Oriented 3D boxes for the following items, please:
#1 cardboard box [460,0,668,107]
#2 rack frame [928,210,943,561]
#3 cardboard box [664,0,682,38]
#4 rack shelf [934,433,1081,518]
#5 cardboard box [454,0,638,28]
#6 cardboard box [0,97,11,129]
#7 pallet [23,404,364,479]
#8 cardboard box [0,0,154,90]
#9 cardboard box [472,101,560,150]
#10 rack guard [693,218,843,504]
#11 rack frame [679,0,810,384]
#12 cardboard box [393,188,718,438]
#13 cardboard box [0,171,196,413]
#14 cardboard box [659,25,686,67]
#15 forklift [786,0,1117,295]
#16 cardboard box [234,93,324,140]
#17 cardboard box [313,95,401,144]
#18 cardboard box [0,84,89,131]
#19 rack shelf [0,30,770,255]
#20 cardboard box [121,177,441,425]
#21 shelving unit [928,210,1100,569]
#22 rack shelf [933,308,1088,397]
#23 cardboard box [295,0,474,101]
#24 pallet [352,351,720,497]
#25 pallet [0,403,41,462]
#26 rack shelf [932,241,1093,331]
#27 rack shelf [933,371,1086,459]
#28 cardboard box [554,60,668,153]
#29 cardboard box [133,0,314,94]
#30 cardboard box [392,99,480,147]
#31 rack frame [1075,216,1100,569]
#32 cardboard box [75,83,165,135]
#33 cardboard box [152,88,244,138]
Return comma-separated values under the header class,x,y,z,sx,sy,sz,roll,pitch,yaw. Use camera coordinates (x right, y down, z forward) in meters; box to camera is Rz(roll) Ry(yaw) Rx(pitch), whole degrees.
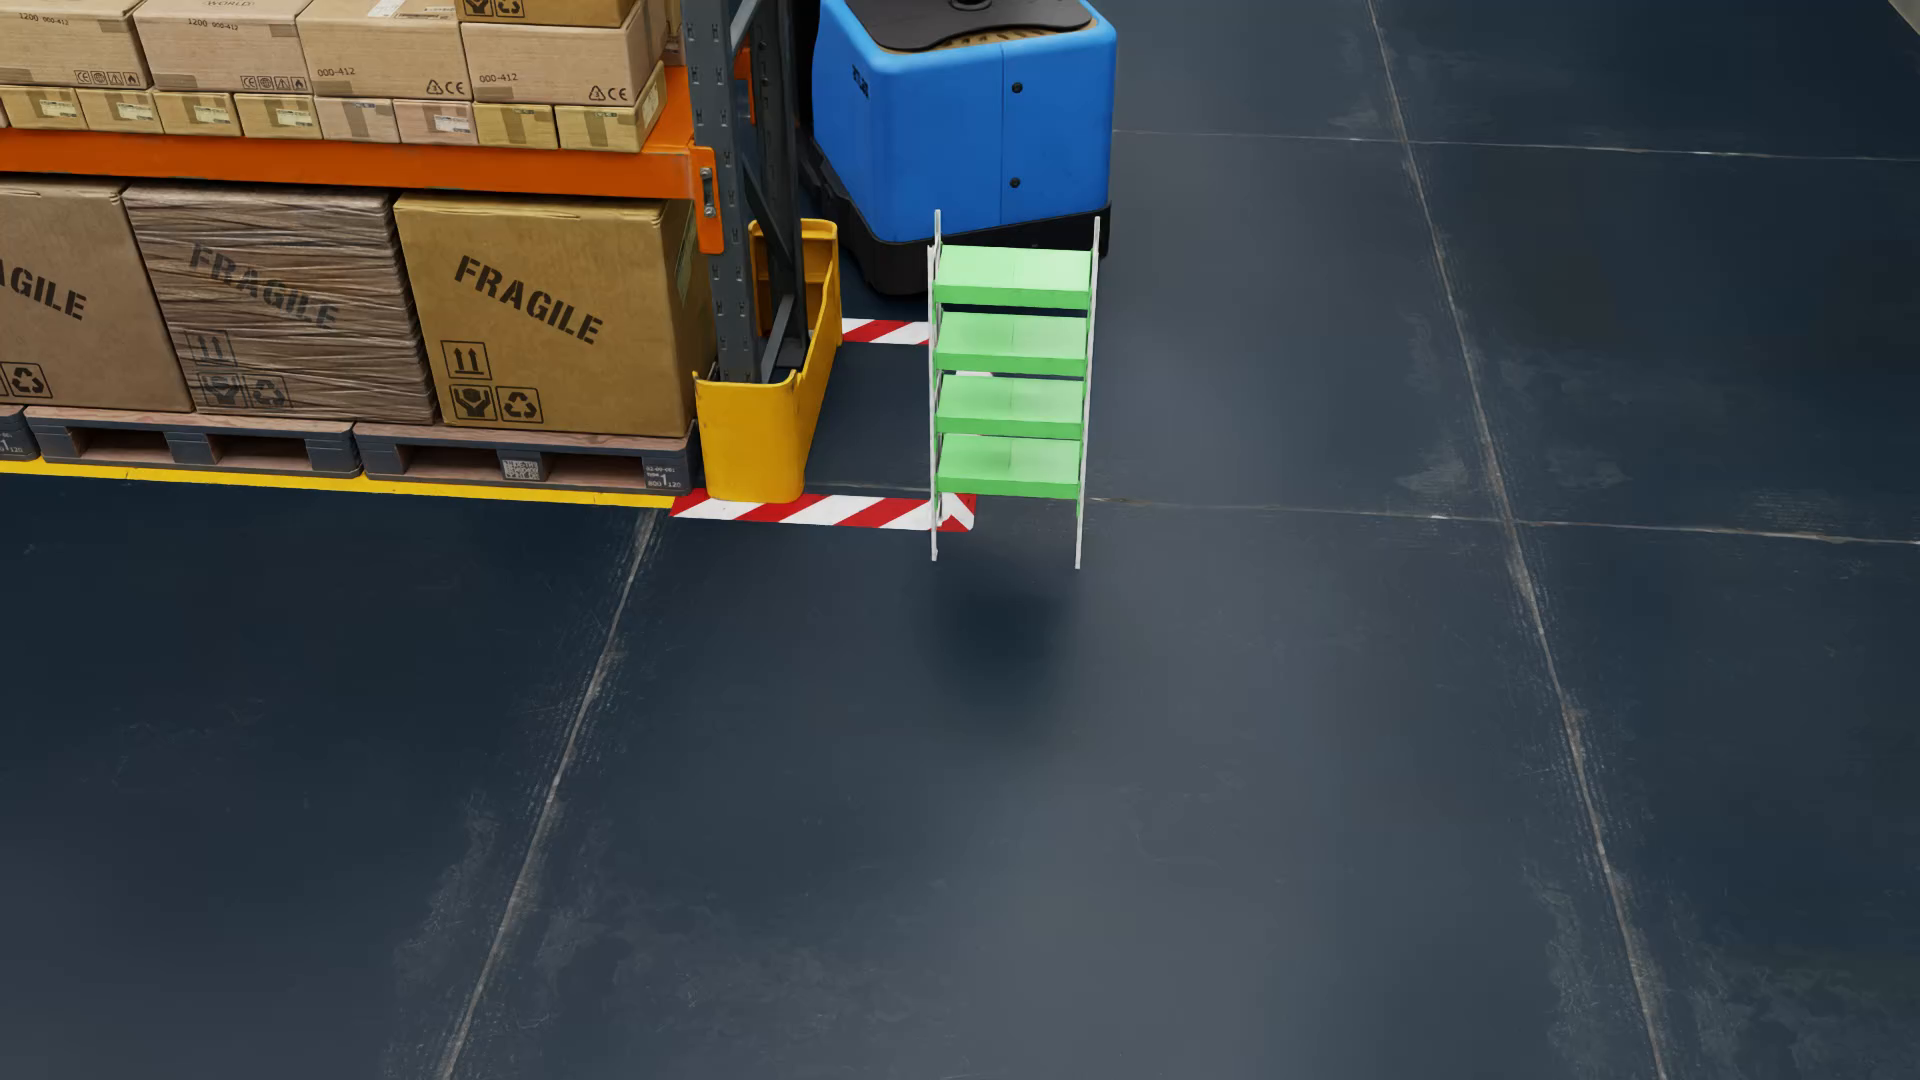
class,x,y,z,sx,sy,sz,roll,pitch,yaw
cardboard box,-1.222,-1.583,5.202,0.500,0.250,0.500,3,39,3
rack frame,-0.078,-0.470,5.376,0.015,1.200,0.240,3,39,4
cardboard box,-1.172,-1.920,5.616,0.500,0.250,0.500,2,39,3
rack shelf,0.165,-0.221,5.552,0.480,0.148,0.258,3,39,4
cardboard box,-1.225,-1.876,4.968,0.500,0.500,0.500,4,39,4
cardboard box,-3.144,-1.492,5.405,0.250,0.149,0.380,4,39,4
pallet,-2.732,-0.648,6.378,1.213,0.211,1.003,3,39,4
cardboard box,-2.754,-1.665,5.302,0.500,0.250,0.500,3,39,4
cardboard box,-1.359,-1.395,5.286,0.250,0.149,0.380,4,39,4
rack guard,-0.693,-0.696,6.209,0.348,0.500,1.175,3,39,4
rack frame,-0.717,-1.667,5.421,0.127,3.000,1.000,3,39,4
cardboard box,-1.361,-0.990,5.941,0.875,0.875,0.875,3,39,4
cardboard box,-3.154,-1.088,6.061,0.875,0.875,0.875,3,39,4
cardboard box,-1.042,-1.796,5.779,0.250,0.149,0.380,4,39,4
forklift,-0.319,-3.085,7.218,1.130,2.935,3.031,-12,41,-15
cardboard box,-2.118,-1.436,5.337,0.250,0.149,0.380,2,39,3
cardboard box,-1.859,-1.423,5.321,0.250,0.149,0.380,4,39,5
cardboard box,-2.883,-1.478,5.389,0.250,0.149,0.380,2,39,3
rack shelf,-2.709,-1.497,5.782,4.000,0.370,1.077,3,39,4
cardboard box,-2.268,-1.040,6.001,0.875,0.875,0.875,3,39,4
shelving unit,0.165,-0.456,5.360,0.503,1.200,0.258,3,39,4
rack shelf,0.165,-0.593,5.249,0.480,0.148,0.258,3,39,4
cardboard box,-1.728,-1.611,5.237,0.500,0.250,0.500,2,39,3
pallet,-1.520,-0.579,6.295,1.213,0.211,1.003,3,39,4
pallet,-3.951,-0.712,6.458,1.213,0.211,1.003,3,39,4
rack shelf,0.165,-0.779,5.097,0.480,0.148,0.258,3,39,4
rack shelf,0.165,-0.407,5.400,0.480,0.148,0.258,3,39,4
cardboard box,-1.100,-1.382,5.270,0.250,0.149,0.380,4,39,5
cardboard box,-2.235,-1.639,5.271,0.500,0.250,0.500,2,39,2
cardboard box,-1.610,-1.409,5.304,0.250,0.149,0.380,3,39,4
rack frame,0.408,-0.443,5.344,0.015,1.200,0.240,3,39,4
cardboard box,-2.623,-1.465,5.373,0.250,0.149,0.380,4,39,5
cardboard box,-2.376,-1.450,5.354,0.250,0.149,0.380,3,39,4
